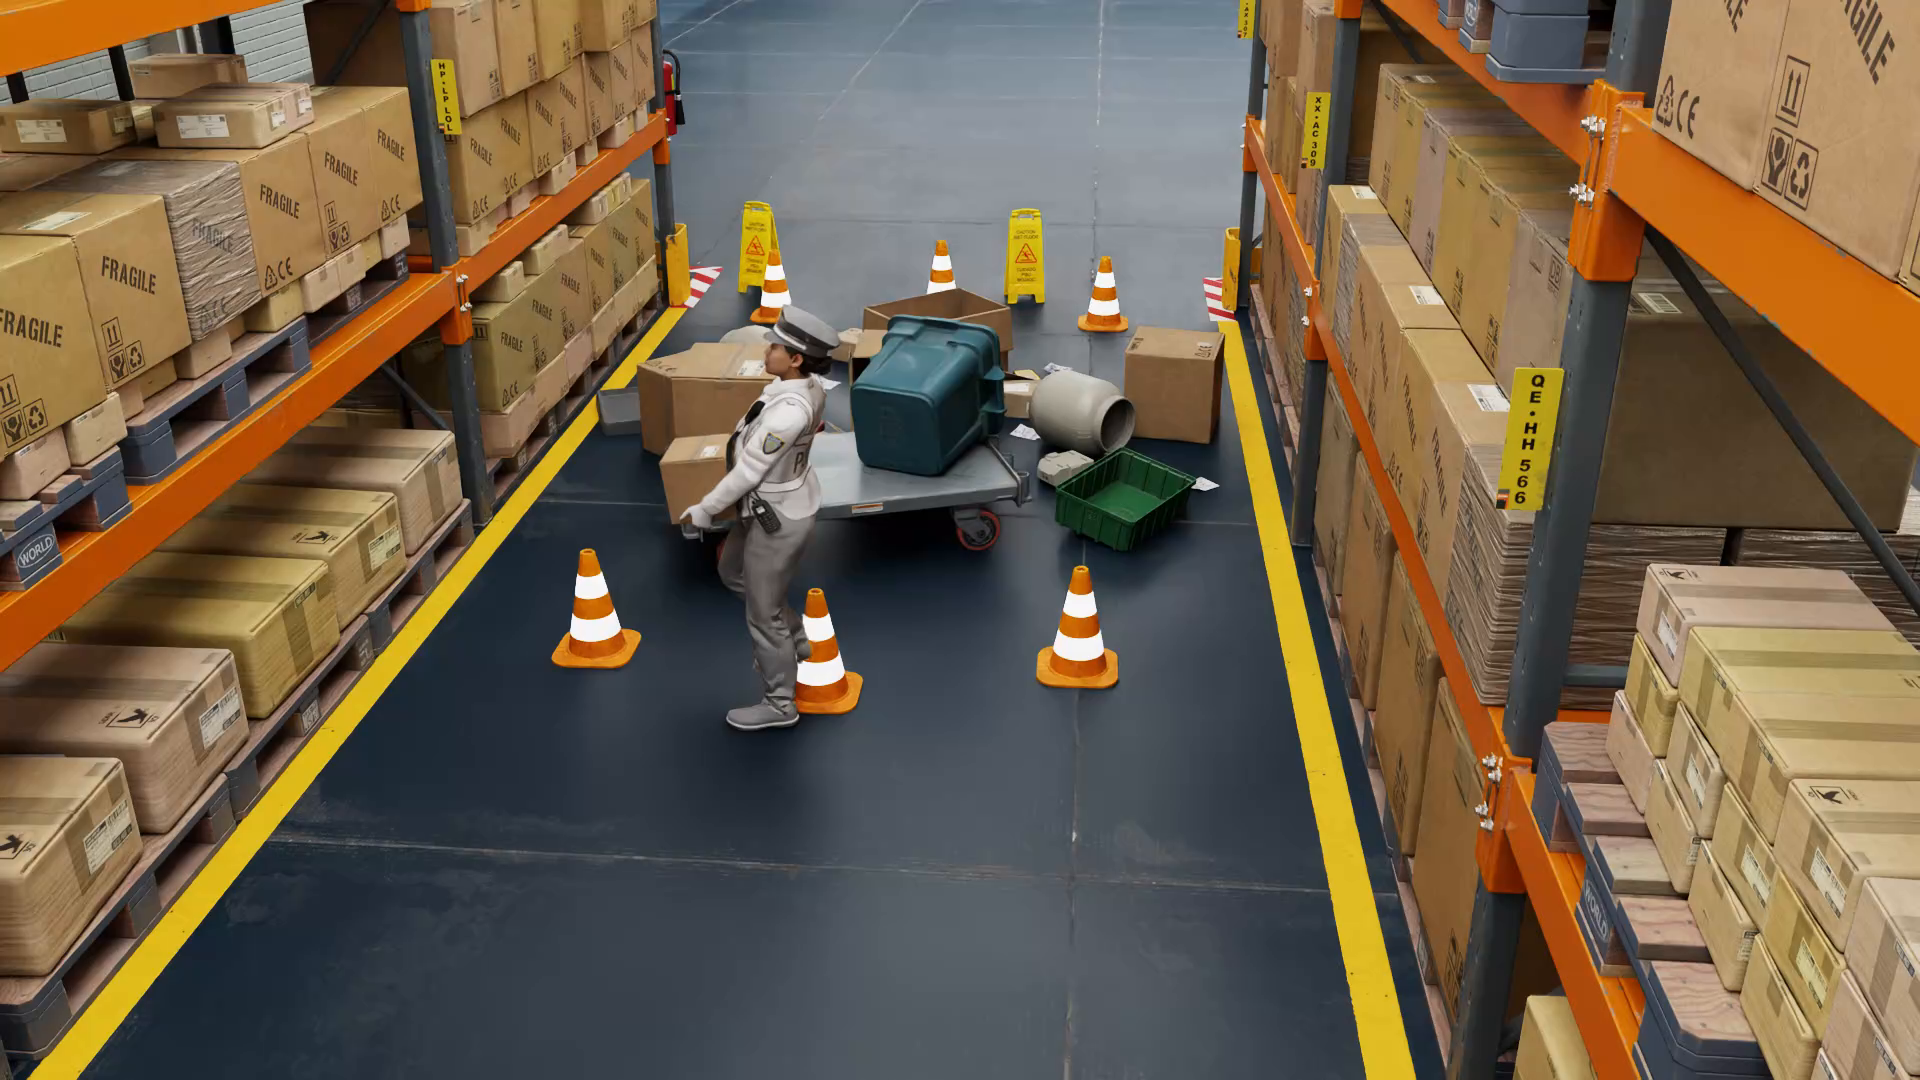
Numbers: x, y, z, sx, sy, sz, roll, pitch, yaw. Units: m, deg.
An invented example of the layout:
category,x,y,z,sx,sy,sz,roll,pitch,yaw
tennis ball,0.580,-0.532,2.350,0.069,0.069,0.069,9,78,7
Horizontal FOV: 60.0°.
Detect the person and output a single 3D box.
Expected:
category,x,y,z,sx,sy,sz,roll,pitch,yaw
person,-0.726,-0.079,6.255,0.600,1.683,0.434,2,25,4
